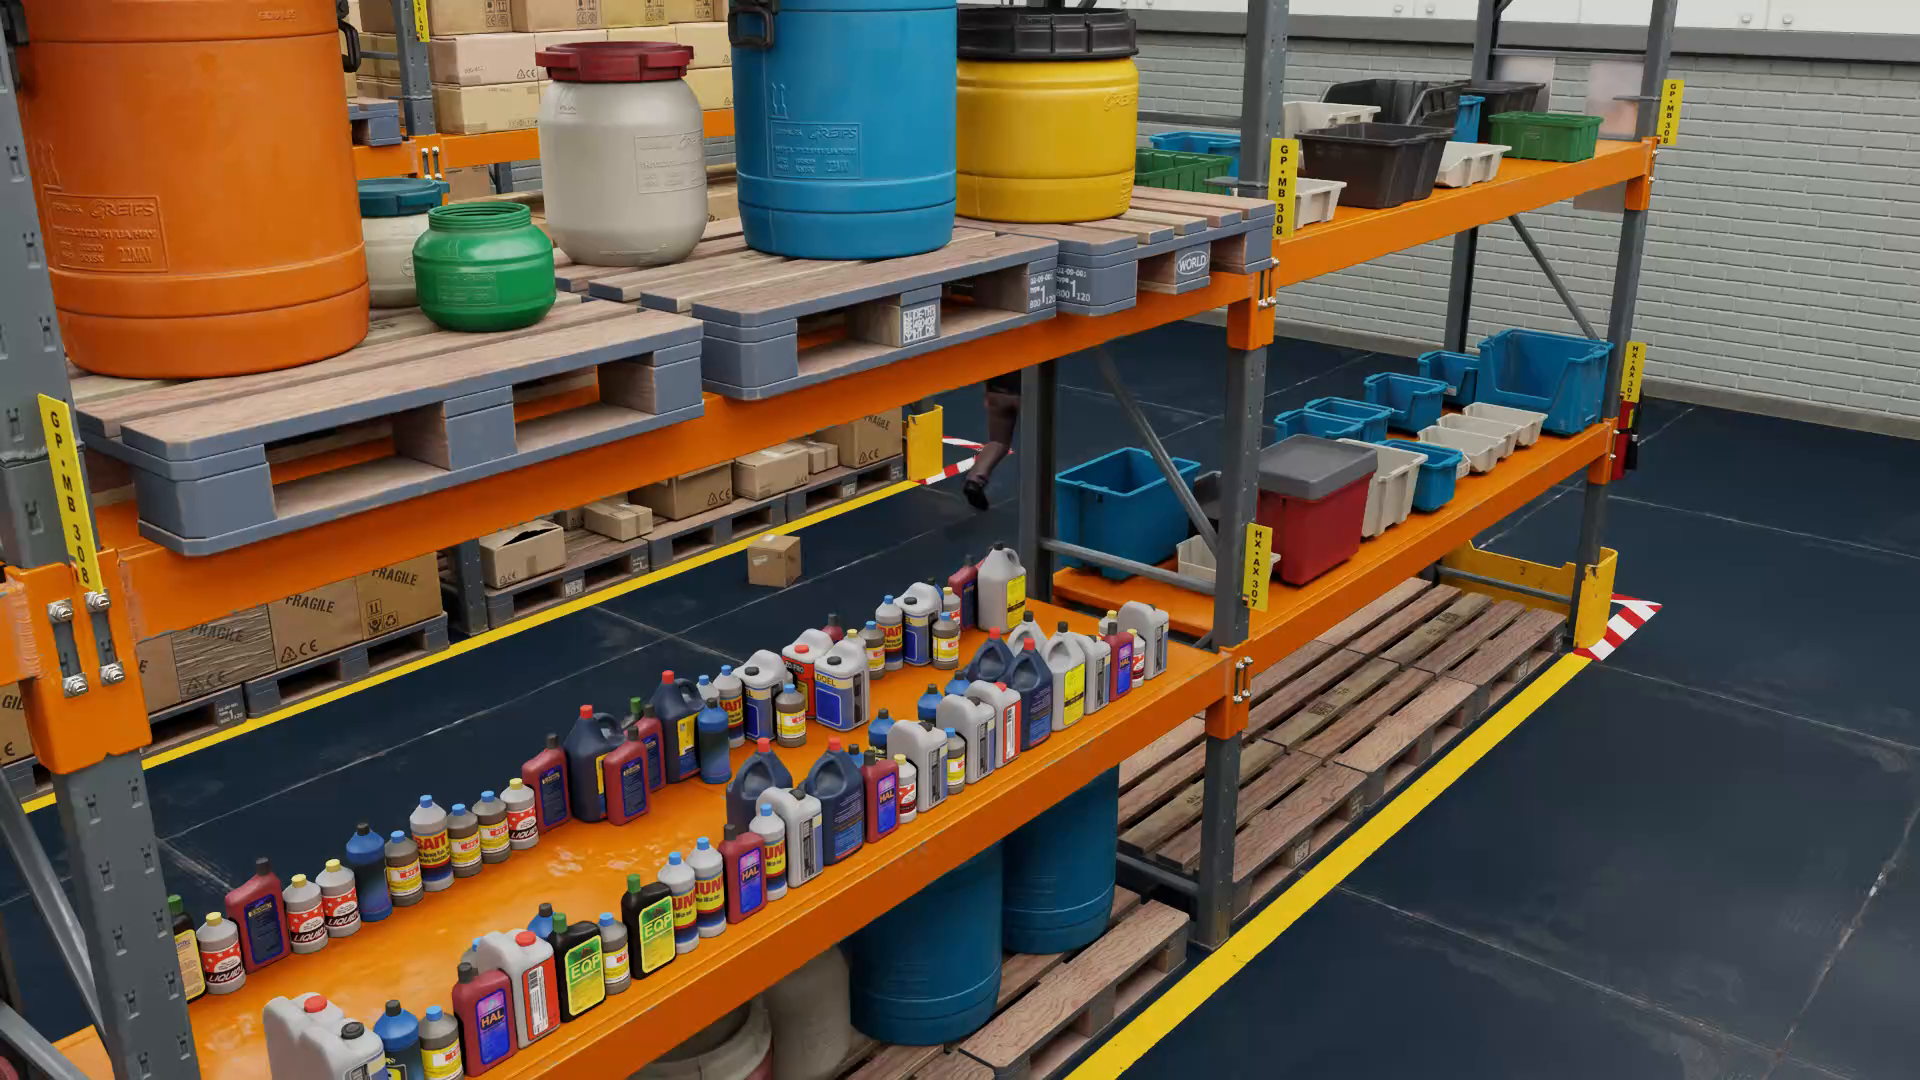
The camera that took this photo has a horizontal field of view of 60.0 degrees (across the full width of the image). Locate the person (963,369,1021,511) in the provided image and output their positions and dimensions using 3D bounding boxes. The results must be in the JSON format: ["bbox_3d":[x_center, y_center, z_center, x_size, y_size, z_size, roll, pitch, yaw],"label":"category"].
[{"bbox_3d":[0.359,-0.993,11.326,0.550,1.687,0.856,11,23,28],"label":"person"}]
